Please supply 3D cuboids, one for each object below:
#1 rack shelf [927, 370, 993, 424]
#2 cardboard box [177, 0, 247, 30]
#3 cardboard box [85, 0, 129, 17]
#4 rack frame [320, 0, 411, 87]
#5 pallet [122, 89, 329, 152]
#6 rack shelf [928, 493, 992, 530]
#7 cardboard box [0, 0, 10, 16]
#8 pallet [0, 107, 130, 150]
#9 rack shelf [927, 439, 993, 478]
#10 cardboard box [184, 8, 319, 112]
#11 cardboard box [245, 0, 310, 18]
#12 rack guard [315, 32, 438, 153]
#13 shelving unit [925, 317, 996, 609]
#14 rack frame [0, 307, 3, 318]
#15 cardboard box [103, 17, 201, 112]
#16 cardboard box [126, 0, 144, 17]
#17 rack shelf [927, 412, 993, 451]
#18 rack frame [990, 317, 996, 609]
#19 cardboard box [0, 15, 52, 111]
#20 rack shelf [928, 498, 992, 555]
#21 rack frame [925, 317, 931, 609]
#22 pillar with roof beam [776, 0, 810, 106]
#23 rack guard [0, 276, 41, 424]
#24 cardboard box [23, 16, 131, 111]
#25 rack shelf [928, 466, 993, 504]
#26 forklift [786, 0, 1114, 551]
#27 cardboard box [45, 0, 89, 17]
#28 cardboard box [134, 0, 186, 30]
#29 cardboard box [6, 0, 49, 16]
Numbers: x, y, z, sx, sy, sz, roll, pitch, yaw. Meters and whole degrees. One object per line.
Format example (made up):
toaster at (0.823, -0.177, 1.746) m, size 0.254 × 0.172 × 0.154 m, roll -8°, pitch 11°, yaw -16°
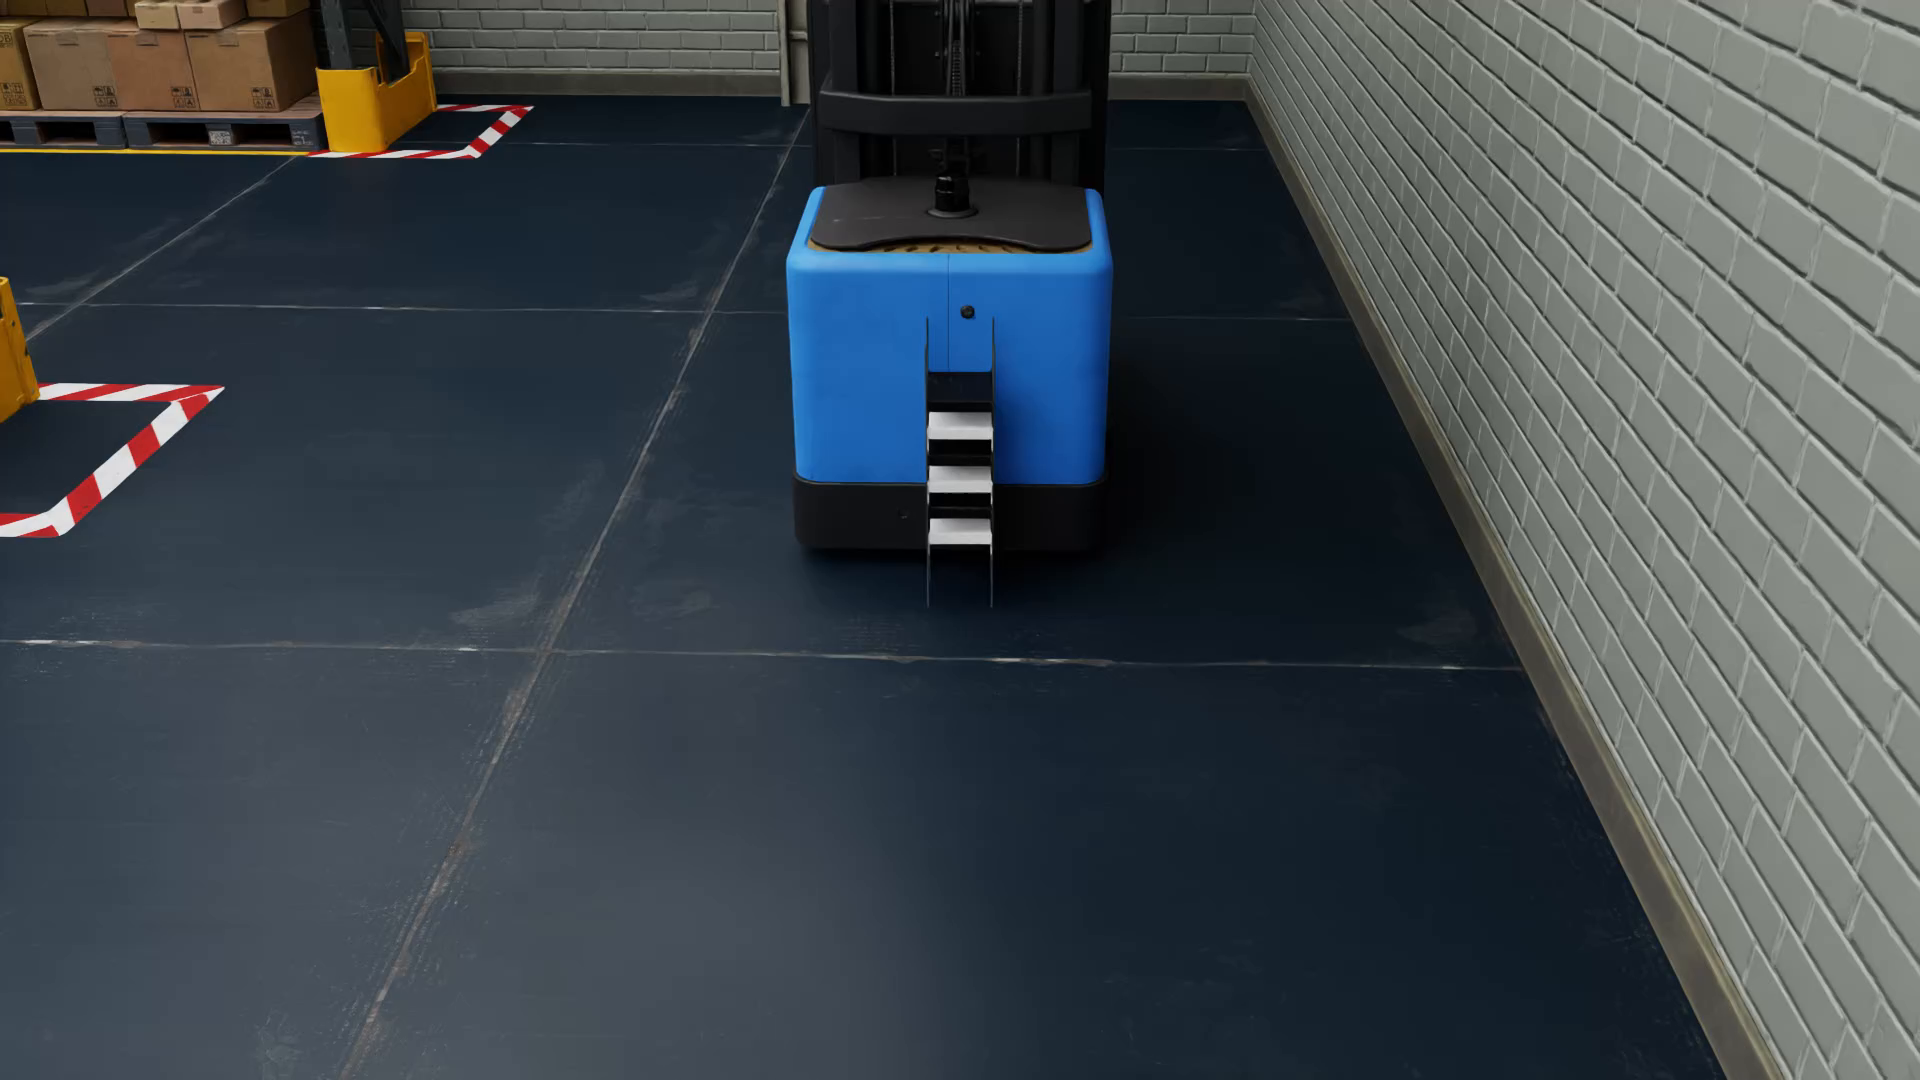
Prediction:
rack shelf at (0.000, -0.441, 5.116) m, size 0.200 × 0.077 × 0.258 m, roll 0°, pitch 28°, yaw 0°
cardboard box at (-4.578, -3.237, 10.181) m, size 0.250 × 0.149 × 0.380 m, roll 1°, pitch 28°, yaw 1°
cardboard box at (-5.322, -3.428, 10.542) m, size 0.250 × 0.149 × 0.380 m, roll 1°, pitch 28°, yaw 3°
rack frame at (-3.741, -3.988, 10.070) m, size 0.127 × 3.000 × 1.000 m, roll 1°, pitch 28°, yaw 2°
pallet at (-4.542, -2.732, 10.679) m, size 1.213 × 0.211 × 1.003 m, roll 1°, pitch 28°, yaw 2°
rack shelf at (0.000, -0.123, 5.285) m, size 0.200 × 0.077 × 0.258 m, roll 0°, pitch 28°, yaw 0°
cardboard box at (-6.090, -3.440, 10.564) m, size 0.250 × 0.149 × 0.380 m, roll 1°, pitch 28°, yaw 2°
pallet at (-5.758, -2.754, 10.719) m, size 1.213 × 0.211 × 1.003 m, roll 1°, pitch 28°, yaw 2°
rack shelf at (0.000, -0.282, 5.200) m, size 0.200 × 0.077 × 0.258 m, roll 0°, pitch 28°, yaw 0°
cardboard box at (-4.444, -3.033, 10.490) m, size 0.500 × 0.500 × 0.700 m, roll 1°, pitch 28°, yaw 2°
cardboard box at (-4.312, -3.412, 10.511) m, size 0.250 × 0.149 × 0.380 m, roll 1°, pitch 28°, yaw 2°
rack guard at (-3.717, -2.883, 10.654) m, size 0.348 × 0.500 × 1.175 m, roll 1°, pitch 28°, yaw 2°
shelving unit at (0.000, -0.232, 5.227) m, size 0.210 × 0.900 × 0.258 m, roll 0°, pitch 28°, yaw 0°
rack frame at (-3.912, -1.669, 5.695) m, size 0.127 × 3.000 × 1.000 m, roll 1°, pitch 28°, yaw 2°
cardboard box at (-4.944, -3.042, 10.506) m, size 0.500 × 0.500 × 0.700 m, roll 1°, pitch 28°, yaw 2°
cardboard box at (-5.068, -3.424, 10.534) m, size 0.250 × 0.149 × 0.380 m, roll 1°, pitch 28°, yaw 2°
rack shelf at (0.000, -0.362, 5.158) m, size 0.200 × 0.077 × 0.258 m, roll 0°, pitch 28°, yaw 0°
rack frame at (0.102, -0.232, 5.227) m, size 0.006 × 0.900 × 0.240 m, roll 0°, pitch 28°, yaw 0°
cardboard box at (-5.979, -3.055, 10.531) m, size 0.500 × 0.500 × 0.700 m, roll 2°, pitch 28°, yaw 3°
rack shelf at (0.000, -0.044, 5.327) m, size 0.200 × 0.077 × 0.258 m, roll 0°, pitch 28°, yaw 0°
rack frame at (-0.101, -0.232, 5.227) m, size 0.006 × 0.900 × 0.240 m, roll 0°, pitch 28°, yaw 0°
pillar with roof beam at (-1.164, -4.983, 5.543) m, size 0.400 × 9.000 × 9.100 m, roll 1°, pitch 28°, yaw 2°
rack guard at (-3.988, -0.566, 6.283) m, size 0.348 × 0.500 × 1.175 m, roll 1°, pitch 28°, yaw 2°
cardboard box at (-5.446, -3.050, 10.521) m, size 0.500 × 0.500 × 0.700 m, roll 0°, pitch 28°, yaw 0°
rack shelf at (0.000, -0.203, 5.243) m, size 0.200 × 0.077 × 0.258 m, roll 0°, pitch 28°, yaw 0°
forklift at (0.002, -1.907, 6.217) m, size 1.130 × 2.935 × 3.031 m, roll 1°, pitch 28°, yaw 1°
cardboard box at (-5.579, -3.432, 10.549) m, size 0.250 × 0.149 × 0.380 m, roll 1°, pitch 28°, yaw 2°
cardboard box at (-4.834, -3.241, 10.189) m, size 0.250 × 0.149 × 0.380 m, roll 2°, pitch 28°, yaw 3°
cardboard box at (-5.832, -3.436, 10.557) m, size 0.250 × 0.149 × 0.380 m, roll 0°, pitch 28°, yaw 1°
